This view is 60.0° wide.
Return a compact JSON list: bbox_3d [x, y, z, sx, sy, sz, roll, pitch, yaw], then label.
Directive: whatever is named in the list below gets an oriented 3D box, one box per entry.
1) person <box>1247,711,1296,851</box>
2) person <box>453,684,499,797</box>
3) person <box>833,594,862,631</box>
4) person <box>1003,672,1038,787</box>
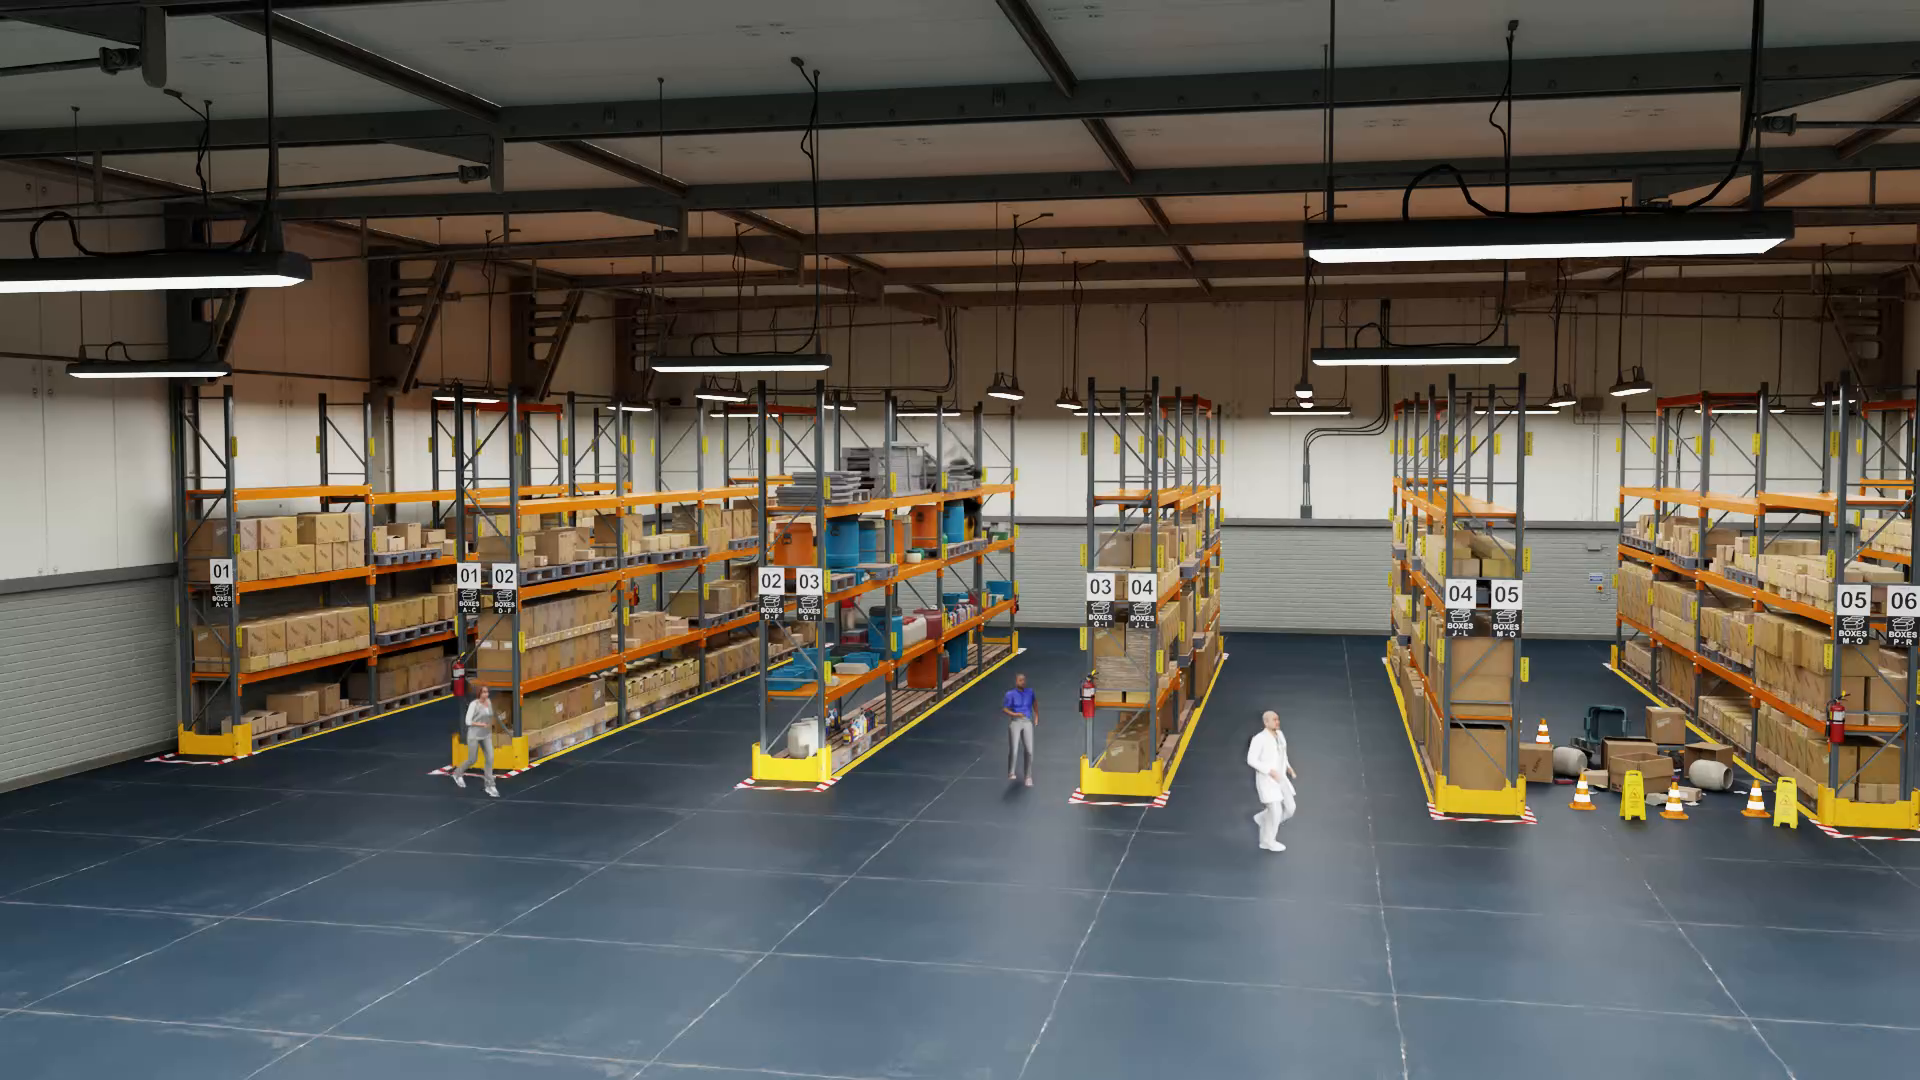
[{"bbox_3d":[3.853,2.978,20.596,0.690,1.730,0.632,-3,4,-40],"label":"person"},{"bbox_3d":[-6.962,2.861,23.984,0.868,1.604,0.518,2,4,36],"label":"person"},{"bbox_3d":[-2.612,1.728,38.328,0.649,1.802,0.818,0,3,5],"label":"person"},{"bbox_3d":[0.905,2.827,24.630,0.595,1.721,0.731,-1,3,-14],"label":"person"}]
